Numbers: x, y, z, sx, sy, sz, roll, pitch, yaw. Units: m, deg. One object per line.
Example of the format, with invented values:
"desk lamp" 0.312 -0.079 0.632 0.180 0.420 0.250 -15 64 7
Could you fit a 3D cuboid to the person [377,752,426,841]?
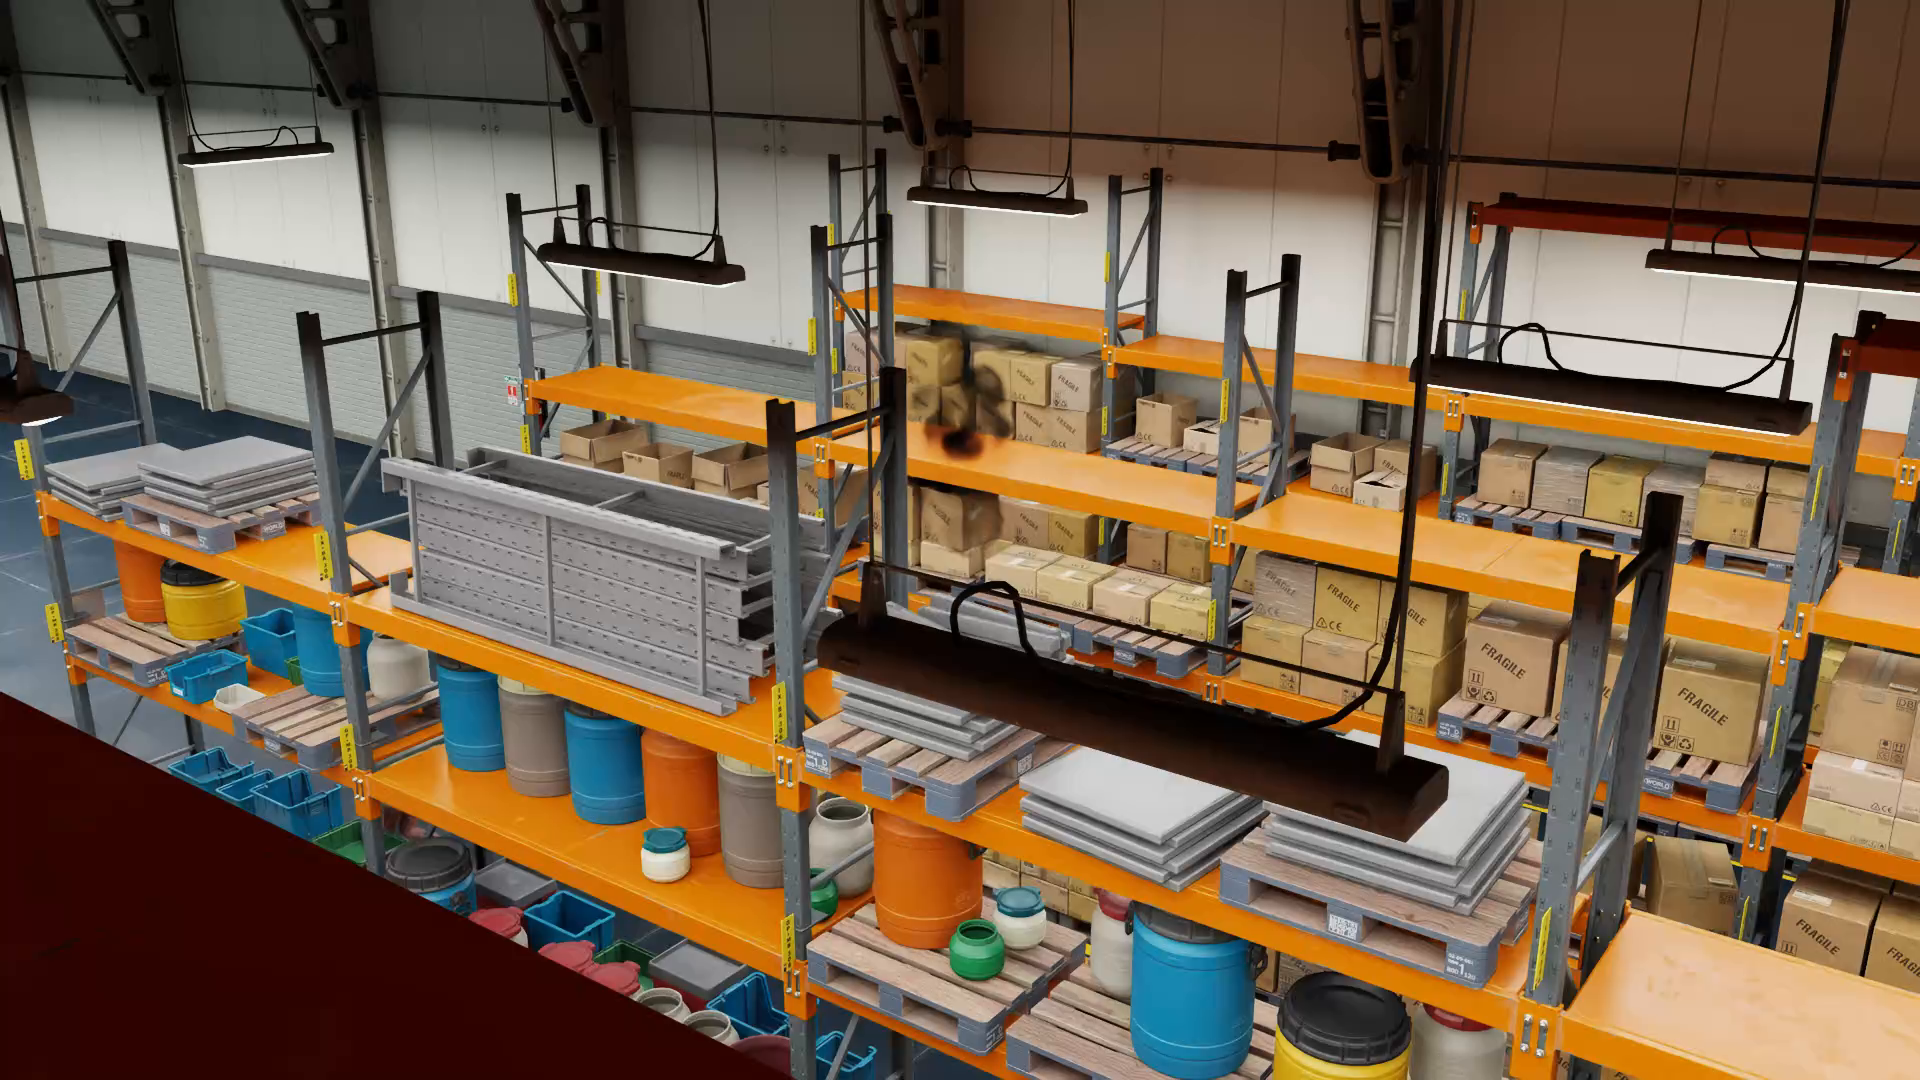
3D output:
"person" -5.131 2.409 15.327 0.913 1.654 0.578 8 20 23
